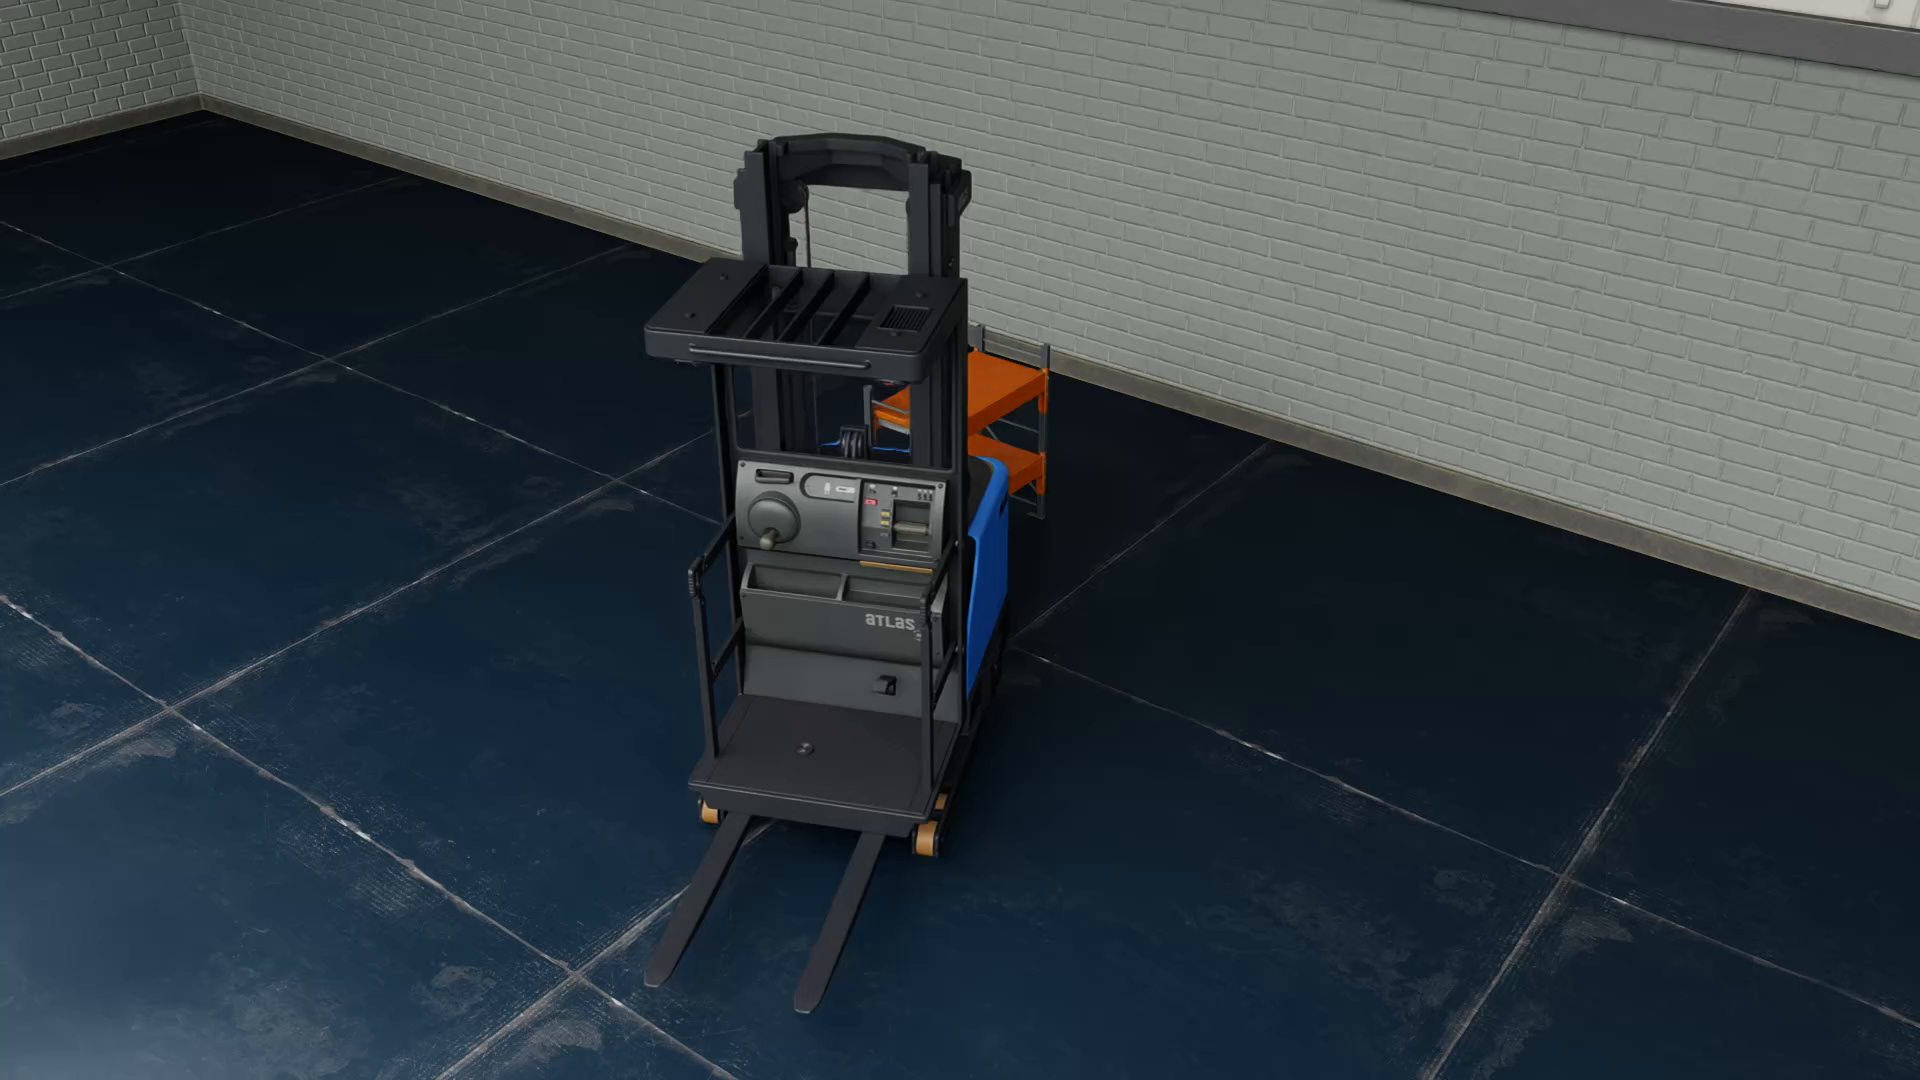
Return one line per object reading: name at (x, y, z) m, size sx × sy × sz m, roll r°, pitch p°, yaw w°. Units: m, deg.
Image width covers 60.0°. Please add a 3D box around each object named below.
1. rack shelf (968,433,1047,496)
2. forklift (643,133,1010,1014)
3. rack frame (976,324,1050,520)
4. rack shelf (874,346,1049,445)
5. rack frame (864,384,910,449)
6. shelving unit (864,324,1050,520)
rack shelf at (-0.004, -0.271, 9.583) m, size 0.538 × 0.278 × 1.000 m, roll 21°, pitch 37°, yaw 31°
forklift at (-0.563, -0.068, 6.991) m, size 1.130 × 2.935 × 3.031 m, roll 7°, pitch 31°, yaw 11°
rack frame at (0.303, -0.688, 9.807) m, size 0.500 × 1.125 × 0.032 m, roll 21°, pitch 37°, yaw 31°
rack shelf at (-0.004, -0.733, 9.309) m, size 0.538 × 0.278 × 1.000 m, roll 21°, pitch 37°, yaw 31°
rack frame at (-0.311, -0.275, 9.110) m, size 0.500 × 1.125 × 0.032 m, roll 21°, pitch 37°, yaw 31°
shelving unit at (-0.004, -0.481, 9.459) m, size 0.538 × 1.125 × 1.048 m, roll 21°, pitch 37°, yaw 31°
